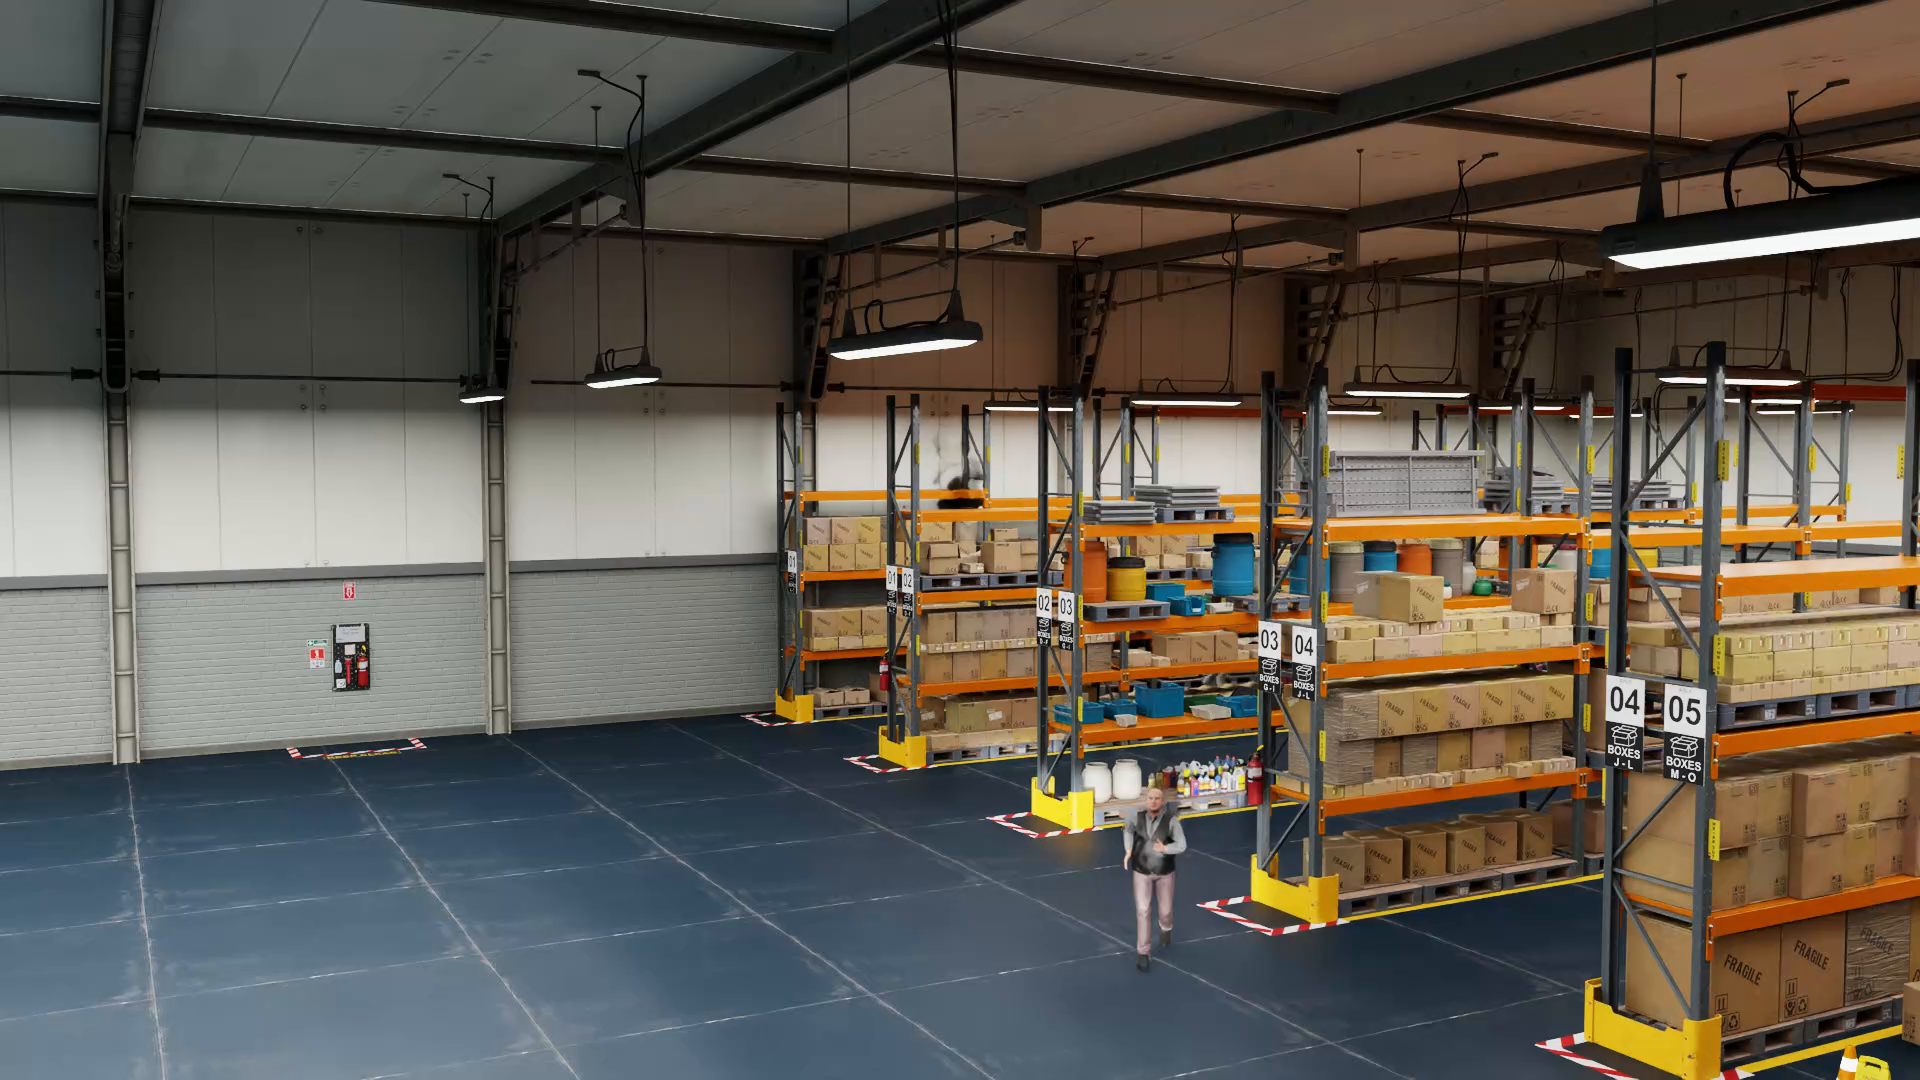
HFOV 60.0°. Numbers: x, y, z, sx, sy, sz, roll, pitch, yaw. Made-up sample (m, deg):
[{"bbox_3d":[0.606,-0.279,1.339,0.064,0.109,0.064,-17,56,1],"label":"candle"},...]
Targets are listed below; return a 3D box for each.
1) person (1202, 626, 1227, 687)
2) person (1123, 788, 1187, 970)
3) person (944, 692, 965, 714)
[{"bbox_3d":[5.013,2.499,32.387,0.628,1.635,0.546,-2,4,-31],"label":"person"},{"bbox_3d":[1.940,3.337,16.653,0.657,1.708,0.969,1,3,12],"label":"person"},{"bbox_3d":[-0.072,2.677,29.336,0.606,1.626,0.558,-2,4,-29],"label":"person"}]
